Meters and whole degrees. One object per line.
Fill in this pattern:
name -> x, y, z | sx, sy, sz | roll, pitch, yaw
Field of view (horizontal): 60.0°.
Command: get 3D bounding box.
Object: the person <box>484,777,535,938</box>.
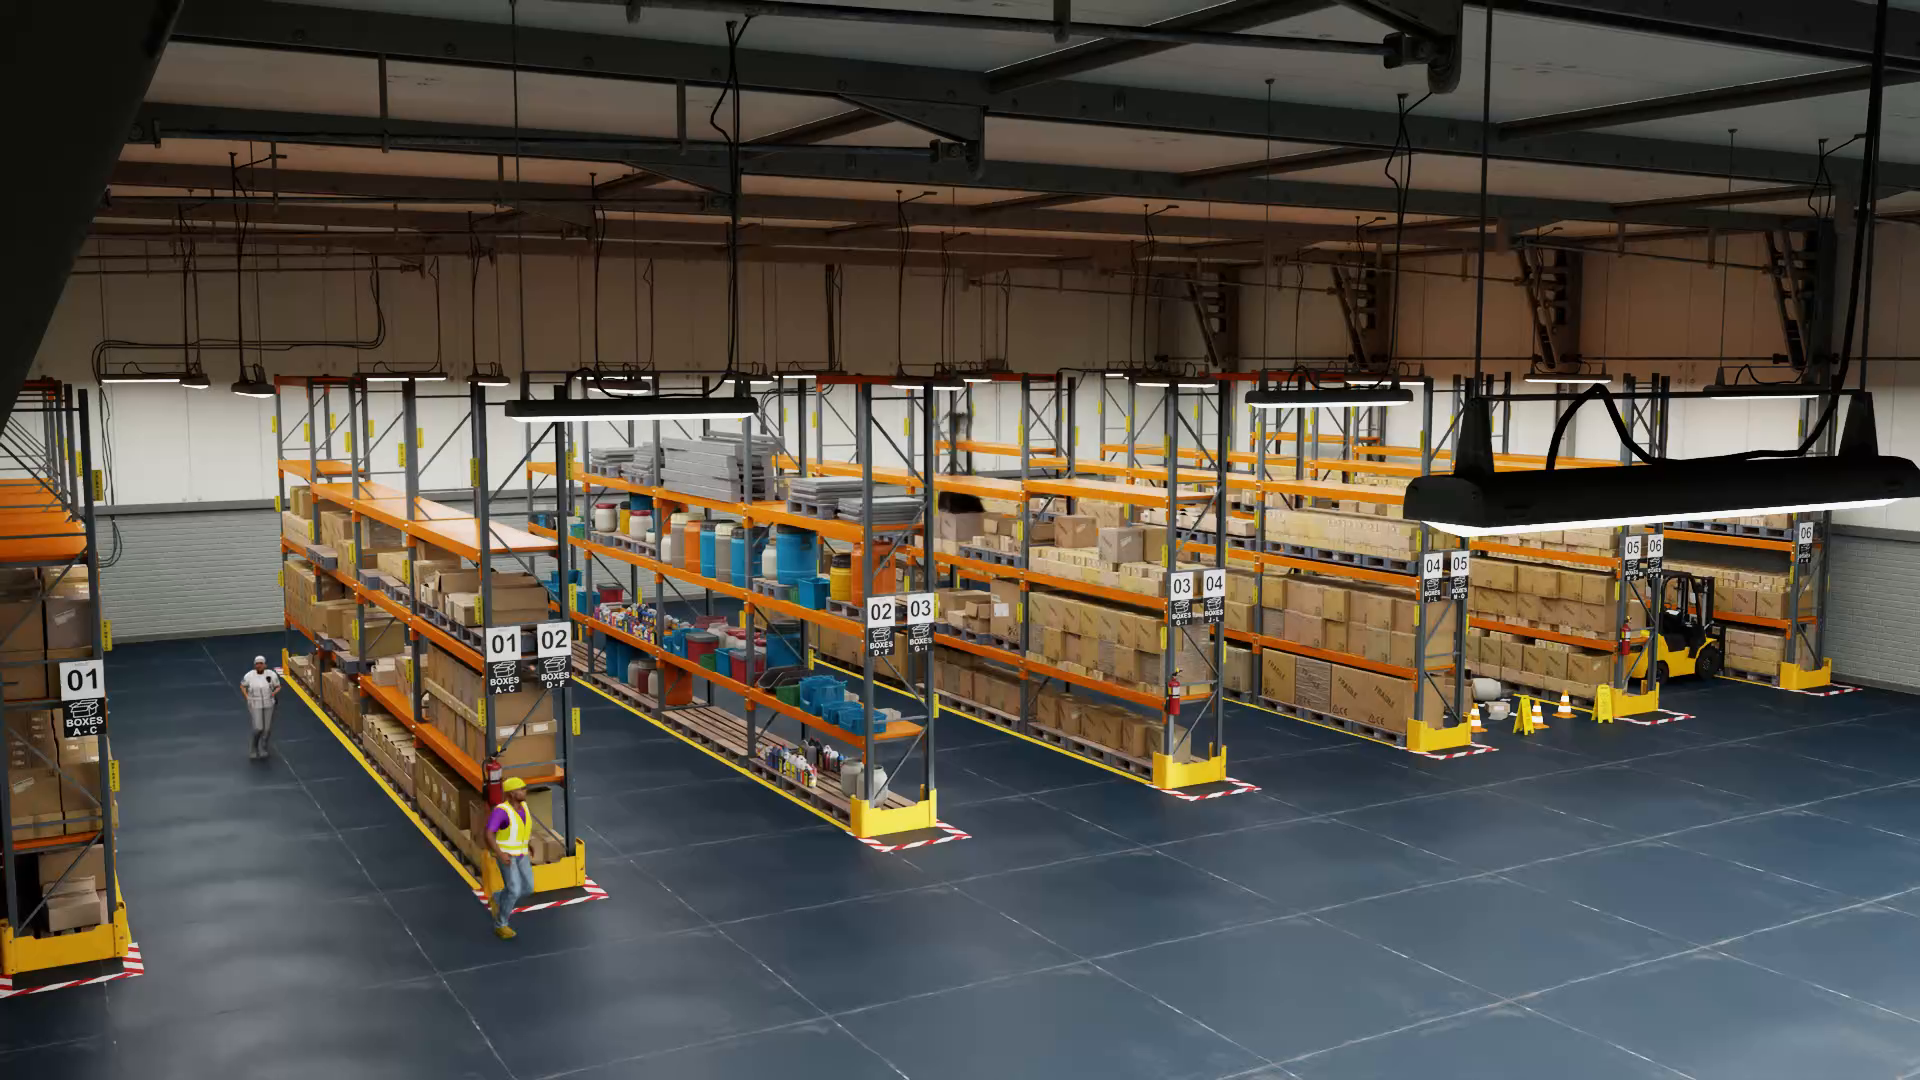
person -> -4.987, 3.479, 18.441 | 0.553, 1.700, 0.749 | 3, 7, 23

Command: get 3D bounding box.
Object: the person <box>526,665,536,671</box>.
person -> -7.375, 2.471, 27.939 | 0.570, 1.637, 0.564 | -5, 8, -38

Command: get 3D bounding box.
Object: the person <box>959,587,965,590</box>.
person -> -0.020, 1.788, 34.137 | 0.585, 1.662, 0.604 | -5, 8, -36

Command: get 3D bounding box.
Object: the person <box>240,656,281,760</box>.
person -> -11.016, 2.648, 26.269 | 0.581, 1.658, 0.638 | -4, 7, -30
